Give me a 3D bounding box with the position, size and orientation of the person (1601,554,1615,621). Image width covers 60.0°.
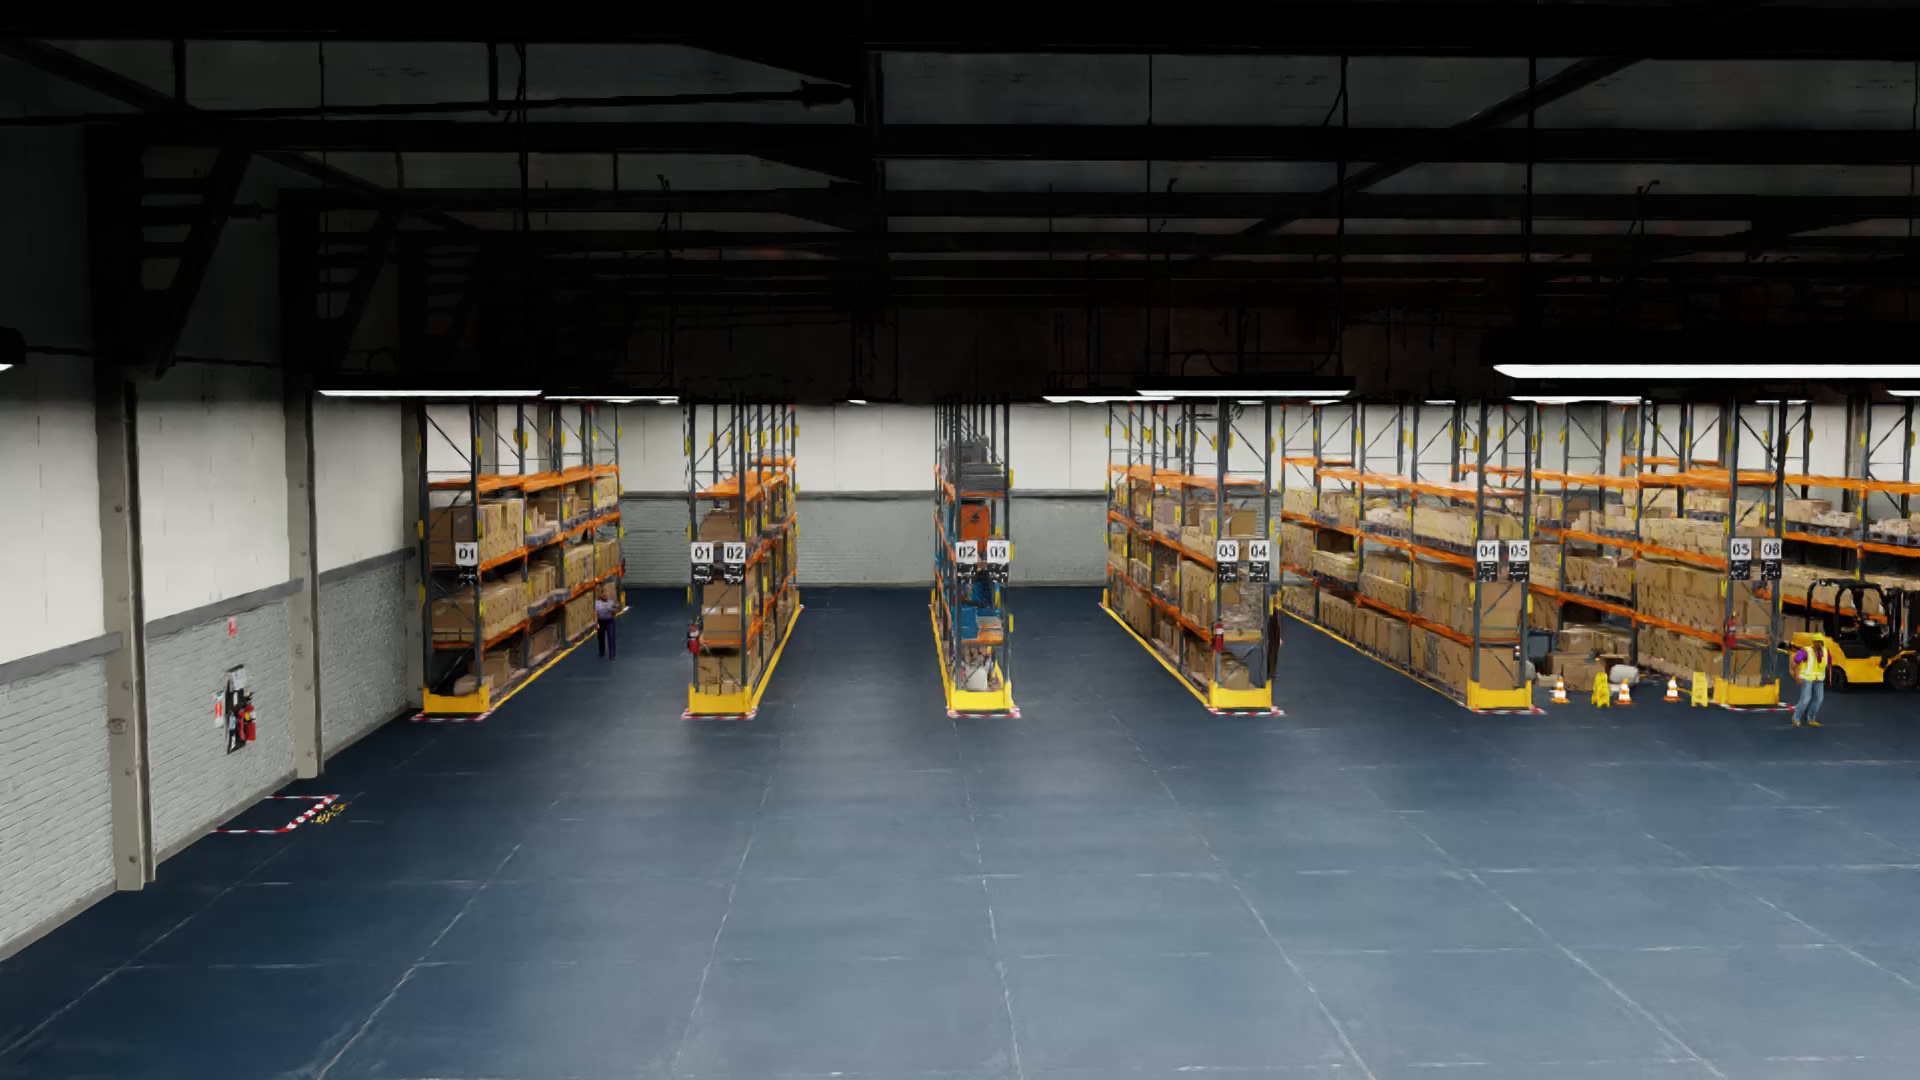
[{"bbox_3d":[17.284,1.254,44.605,0.581,1.768,0.640,2,5,20],"label":"person"}]

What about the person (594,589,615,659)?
[{"bbox_3d":[-8.075,1.894,37.788,0.478,1.580,0.999,-1,5,-10],"label":"person"}]

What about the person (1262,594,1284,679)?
[{"bbox_3d":[6.588,2.011,34.969,0.447,1.784,0.678,-2,5,-22],"label":"person"}]

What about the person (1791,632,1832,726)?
[{"bbox_3d":[15.253,2.492,29.763,0.719,1.714,0.578,0,5,-3],"label":"person"}]
